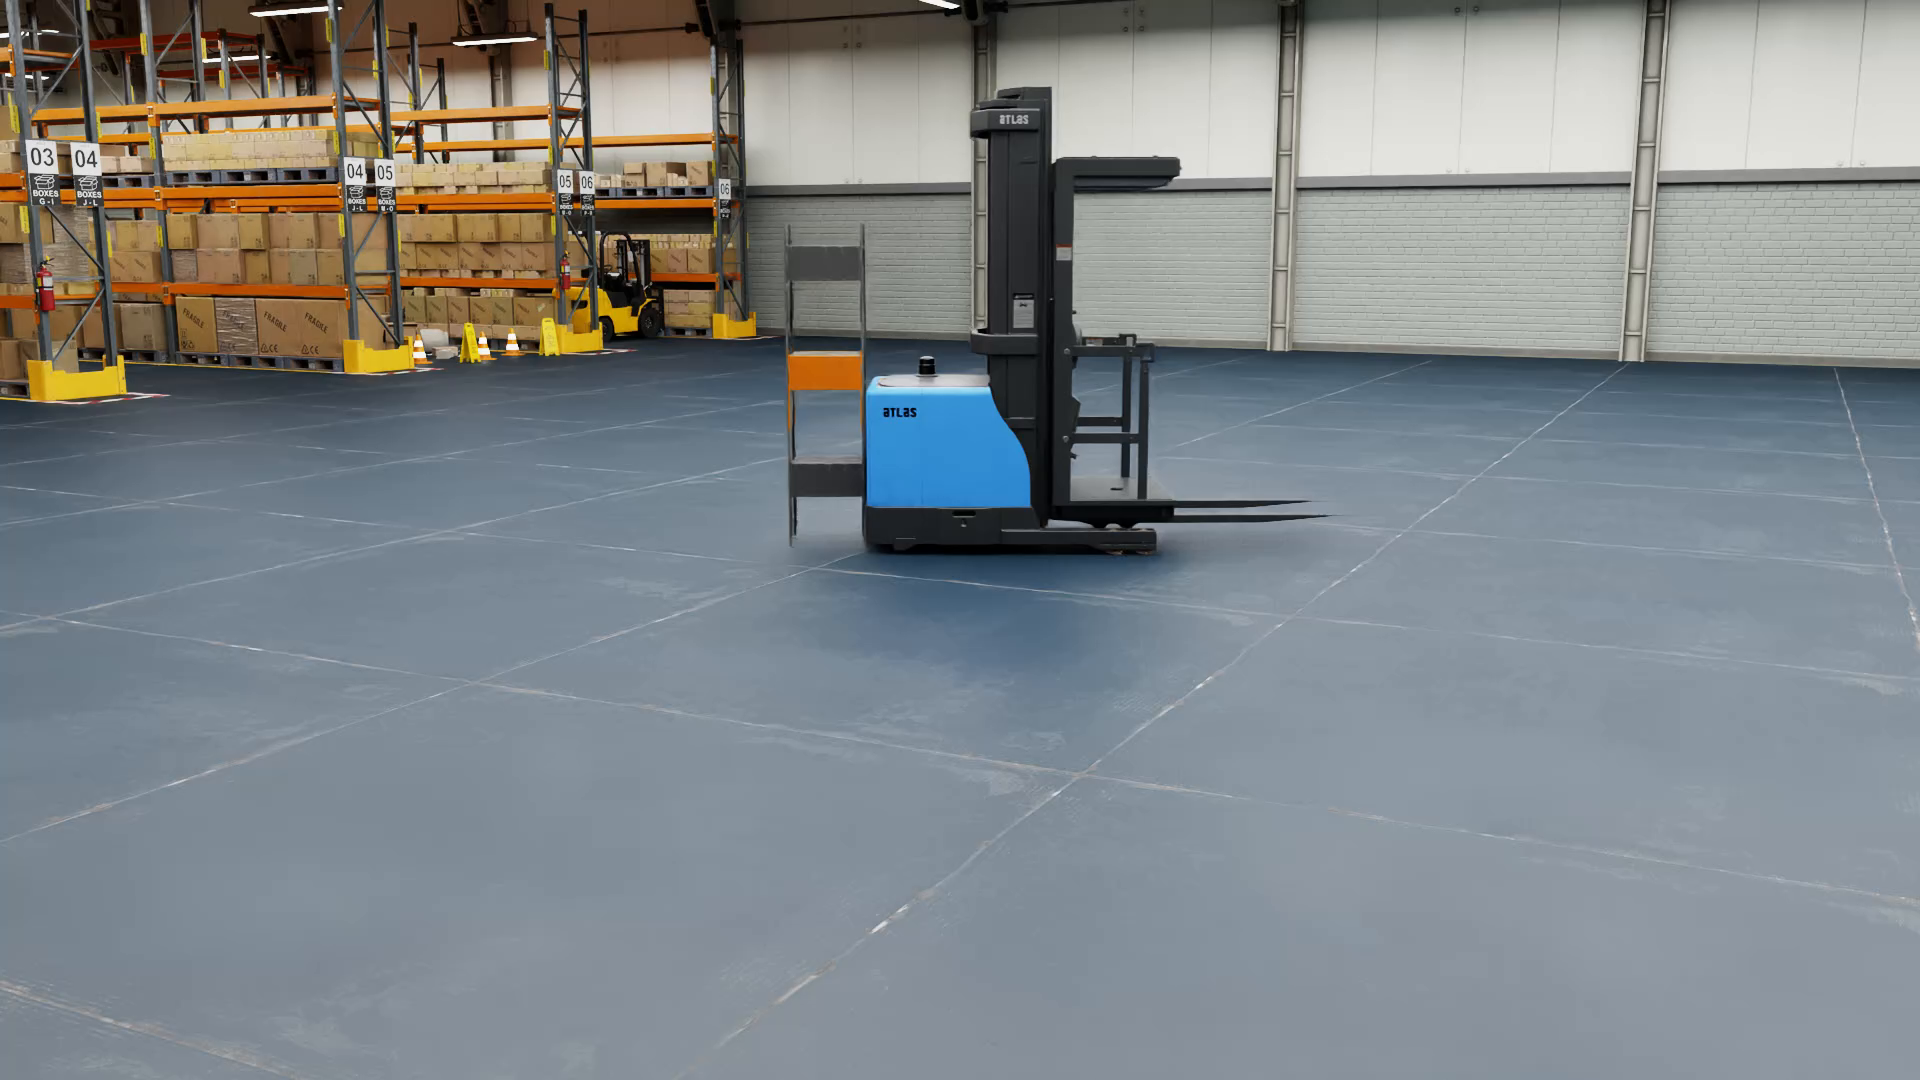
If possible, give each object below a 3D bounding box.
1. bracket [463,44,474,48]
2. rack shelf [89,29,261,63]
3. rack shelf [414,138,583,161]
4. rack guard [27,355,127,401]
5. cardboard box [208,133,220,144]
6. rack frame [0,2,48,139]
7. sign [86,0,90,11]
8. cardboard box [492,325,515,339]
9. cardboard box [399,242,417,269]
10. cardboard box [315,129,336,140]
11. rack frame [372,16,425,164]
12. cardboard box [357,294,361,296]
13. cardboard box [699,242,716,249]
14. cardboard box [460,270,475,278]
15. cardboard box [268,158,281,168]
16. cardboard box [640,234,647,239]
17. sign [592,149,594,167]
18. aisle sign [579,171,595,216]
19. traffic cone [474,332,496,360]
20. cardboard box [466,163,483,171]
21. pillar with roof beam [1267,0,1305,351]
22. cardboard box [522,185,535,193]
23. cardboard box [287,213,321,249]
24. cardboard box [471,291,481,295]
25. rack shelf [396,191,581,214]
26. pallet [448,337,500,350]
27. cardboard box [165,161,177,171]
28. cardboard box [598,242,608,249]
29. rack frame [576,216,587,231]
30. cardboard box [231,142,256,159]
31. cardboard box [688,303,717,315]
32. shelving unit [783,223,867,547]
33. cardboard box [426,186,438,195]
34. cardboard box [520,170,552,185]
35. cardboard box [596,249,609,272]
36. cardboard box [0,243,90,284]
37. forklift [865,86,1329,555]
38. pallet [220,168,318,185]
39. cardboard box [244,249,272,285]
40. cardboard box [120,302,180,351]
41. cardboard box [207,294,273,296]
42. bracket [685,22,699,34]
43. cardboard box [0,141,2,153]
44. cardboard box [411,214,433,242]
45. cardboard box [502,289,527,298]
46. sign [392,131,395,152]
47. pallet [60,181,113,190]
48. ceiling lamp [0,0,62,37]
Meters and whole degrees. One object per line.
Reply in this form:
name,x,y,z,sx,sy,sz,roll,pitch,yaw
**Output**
bracket,-10.830,-11.061,36.969,0.430,0.232,0.235,5,11,26
rack shelf,-15.855,-9.918,33.452,4.000,0.370,1.077,5,11,26
rack shelf,-10.075,-8.564,36.424,4.000,0.370,1.077,5,11,26
rack guard,-11.340,-2.090,21.375,0.348,0.500,1.175,5,11,26
cardboard box,-11.483,-6.251,25.931,0.250,0.149,0.380,5,11,26
rack frame,-16.161,-7.681,28.401,0.127,3.000,1.000,5,11,26
sign,-11.032,-6.851,20.973,0.005,0.325,0.100,5,11,26
cardboard box,-8.192,-3.813,30.419,0.500,0.250,0.500,5,11,26
cardboard box,-10.203,-5.328,31.133,0.500,0.500,0.500,5,11,26
cardboard box,-9.439,-6.071,24.937,0.250,0.149,0.380,5,11,26
rack frame,-10.474,-8.164,31.071,0.127,3.000,1.000,5,11,26
cardboard box,-13.798,-5.751,38.602,0.250,0.149,0.380,5,11,26
cardboard box,-5.129,-6.041,34.083,0.250,0.149,0.380,5,11,27
cardboard box,-8.952,-4.895,30.558,0.250,0.149,0.380,5,11,26
cardboard box,-10.348,-5.759,25.450,0.250,0.149,0.380,5,11,25
cardboard box,-6.487,-6.319,34.785,0.250,0.149,0.380,5,11,27
sign,-6.647,-6.890,29.998,0.005,0.325,0.100,5,11,26
aisle sign,-6.694,-6.221,29.879,0.004,0.787,0.394,5,11,26
traffic cone,-8.030,-3.272,28.011,0.334,0.463,0.336,5,11,26
cardboard box,-8.711,-6.737,30.073,0.250,0.149,0.380,5,12,27
pillar with roof beam,3.937,-7.208,25.786,0.548,9.000,9.100,5,11,26
cardboard box,-7.568,-6.247,29.607,0.250,0.149,0.380,5,11,26
cardboard box,-9.836,-4.767,25.696,0.550,0.550,0.875,5,11,26
cardboard box,-10.726,-5.257,37.342,0.625,0.625,0.875,5,12,28
rack shelf,-8.681,-6.176,30.532,4.000,0.370,1.077,5,11,26
pallet,-8.758,-3.697,31.063,1.213,0.211,1.003,5,11,26
cardboard box,-12.398,-5.939,26.444,0.250,0.149,0.380,5,11,25
cardboard box,-7.444,-6.239,35.177,0.250,0.149,0.380,5,12,27
rack frame,-8.281,-6.005,35.987,0.127,3.000,1.000,5,11,26
cardboard box,-10.899,-6.016,25.750,0.500,0.250,0.500,5,11,26
cardboard box,-5.269,-4.778,34.345,0.500,0.250,0.500,5,11,25
shelving unit,-0.876,-1.020,10.970,0.503,2.100,0.431,0,10,-1
cardboard box,-9.615,-6.443,30.691,0.250,0.149,0.380,5,12,28
cardboard box,-7.465,-6.443,29.569,0.500,0.250,0.500,5,11,25
cardboard box,-7.524,-5.939,35.343,0.500,0.500,0.500,5,12,27
cardboard box,-11.753,-3.557,21.347,0.500,0.500,0.875,5,11,26
forklift,0.897,-1.440,10.957,3.031,2.935,1.130,0,10,-1
pallet,-10.755,-5.683,26.036,1.213,0.211,1.003,5,11,26
cardboard box,-10.783,-4.333,26.329,0.500,0.550,0.875,5,11,26
cardboard box,-13.170,-3.548,27.547,0.750,0.750,1.050,5,11,26
cardboard box,-14.644,-4.756,33.873,0.875,0.875,0.875,5,11,25
bracket,-5.449,-10.588,34.357,0.430,0.232,0.235,5,11,26
cardboard box,-11.841,-4.924,20.892,0.250,0.149,0.380,5,11,24
cardboard box,-9.727,-5.787,30.857,0.500,0.500,0.700,5,11,26
cardboard box,-8.080,-4.478,30.166,0.250,0.149,0.380,5,12,27
sign,-8.736,-6.132,25.587,0.005,0.325,0.100,5,11,26
pallet,-14.556,-5.982,27.967,1.213,0.211,1.003,6,12,28
ceiling lamp,-17.866,-11.252,31.744,2.000,3.185,0.800,5,11,26
